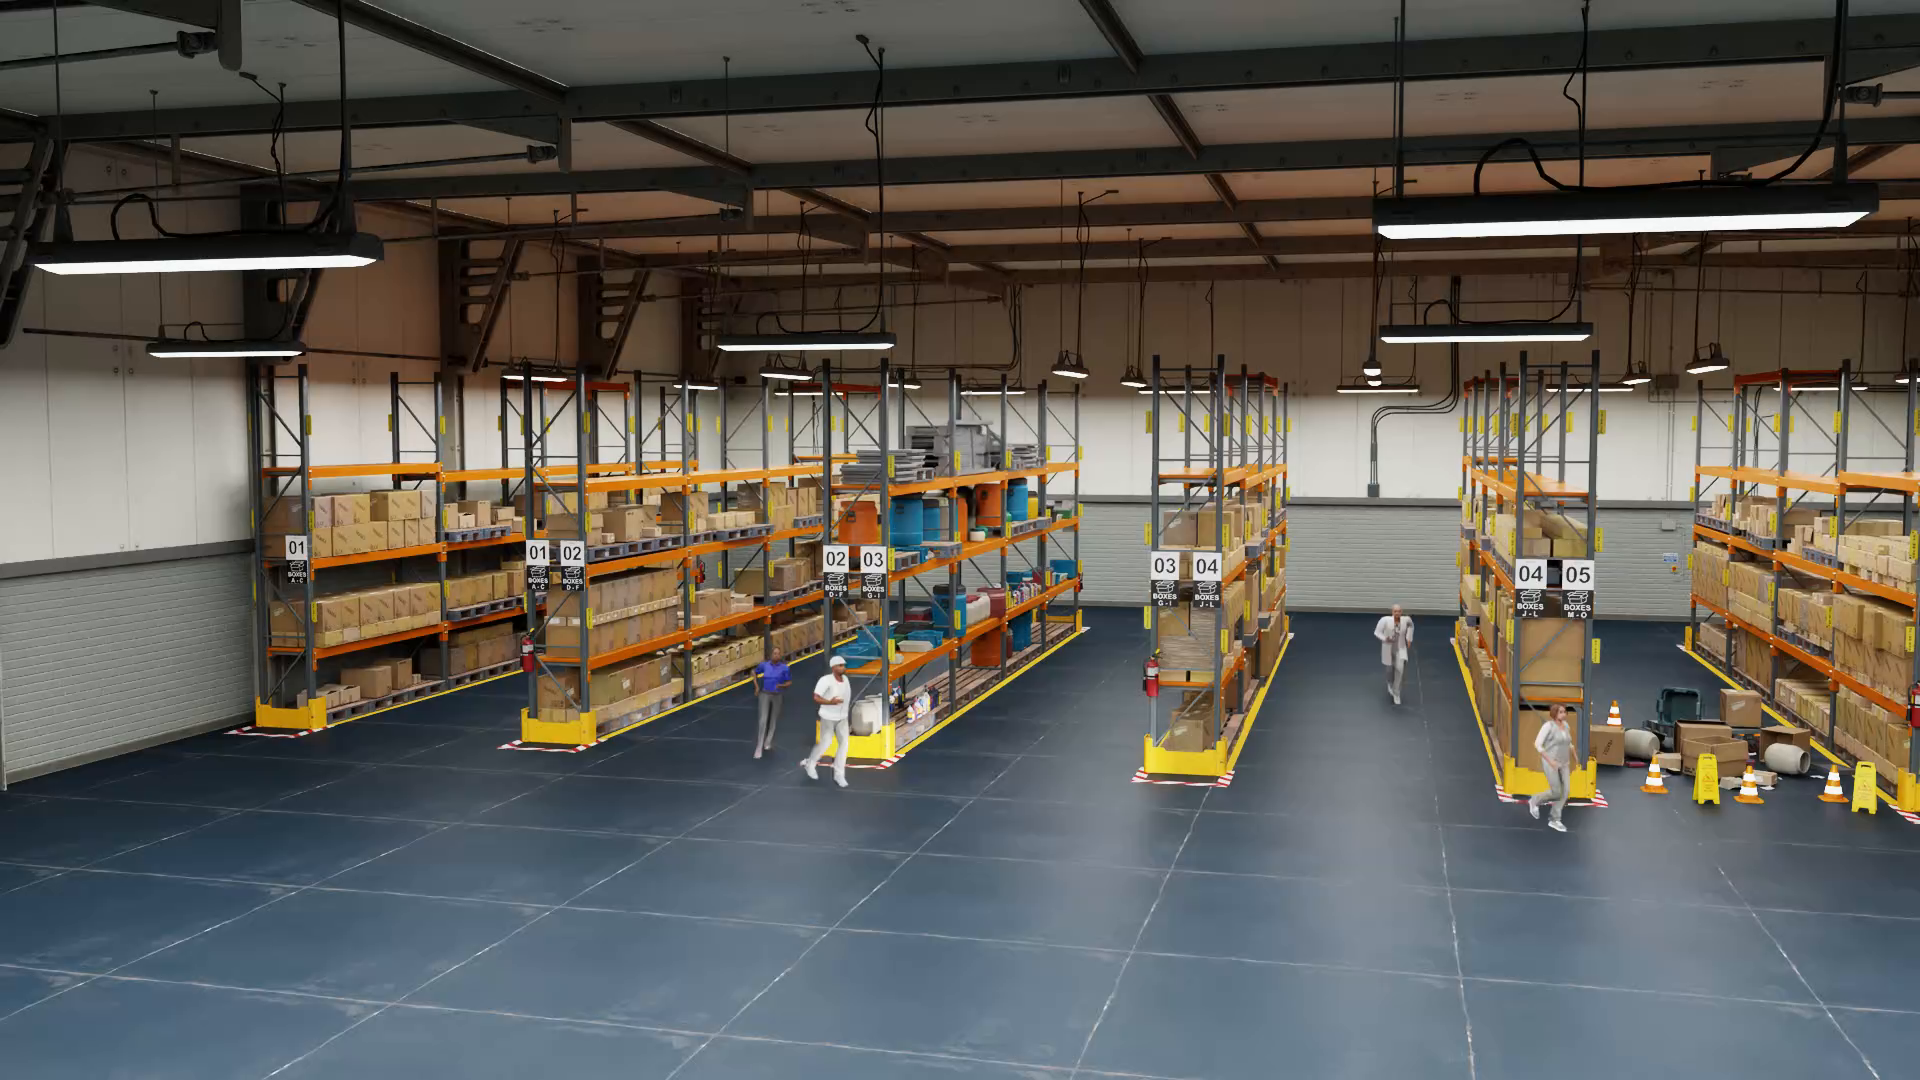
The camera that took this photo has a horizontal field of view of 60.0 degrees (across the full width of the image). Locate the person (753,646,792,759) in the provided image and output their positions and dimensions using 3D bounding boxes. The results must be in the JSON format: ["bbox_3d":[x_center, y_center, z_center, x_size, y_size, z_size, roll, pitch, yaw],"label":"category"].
[{"bbox_3d":[-2.861,2.453,25.348,0.596,1.685,0.792,-1,4,-9],"label":"person"}]

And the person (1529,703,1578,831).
[{"bbox_3d":[7.381,2.802,20.713,0.561,1.578,0.542,-2,4,-25],"label":"person"}]

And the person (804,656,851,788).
[{"bbox_3d":[-1.775,2.515,23.312,0.699,1.794,0.847,-4,5,-43],"label":"person"}]

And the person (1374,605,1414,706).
[{"bbox_3d":[7.893,2.043,30.252,0.709,1.786,1.180,1,4,11],"label":"person"}]
